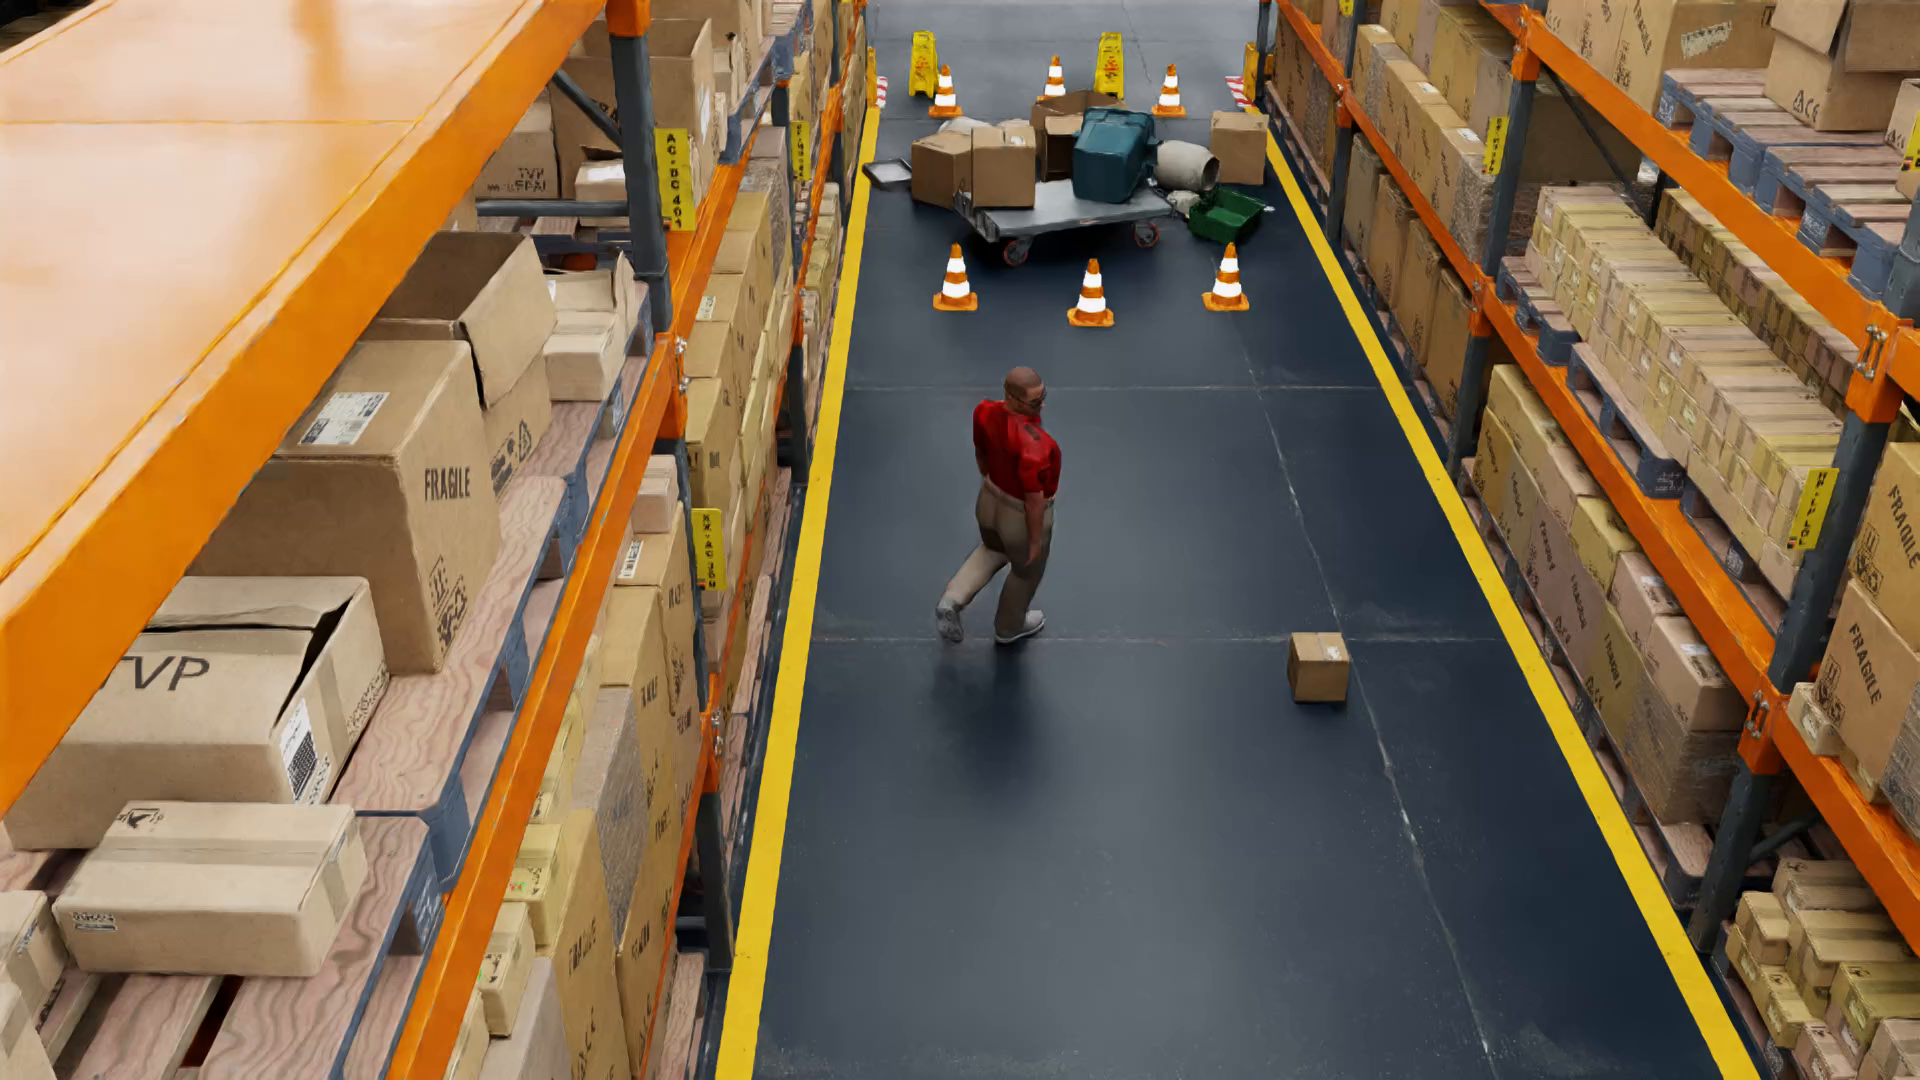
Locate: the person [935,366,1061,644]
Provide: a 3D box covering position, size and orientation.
[{"bbox_3d":[0.255,-0.130,8.194,0.698,1.688,0.606,-24,39,-34],"label":"person"}]
